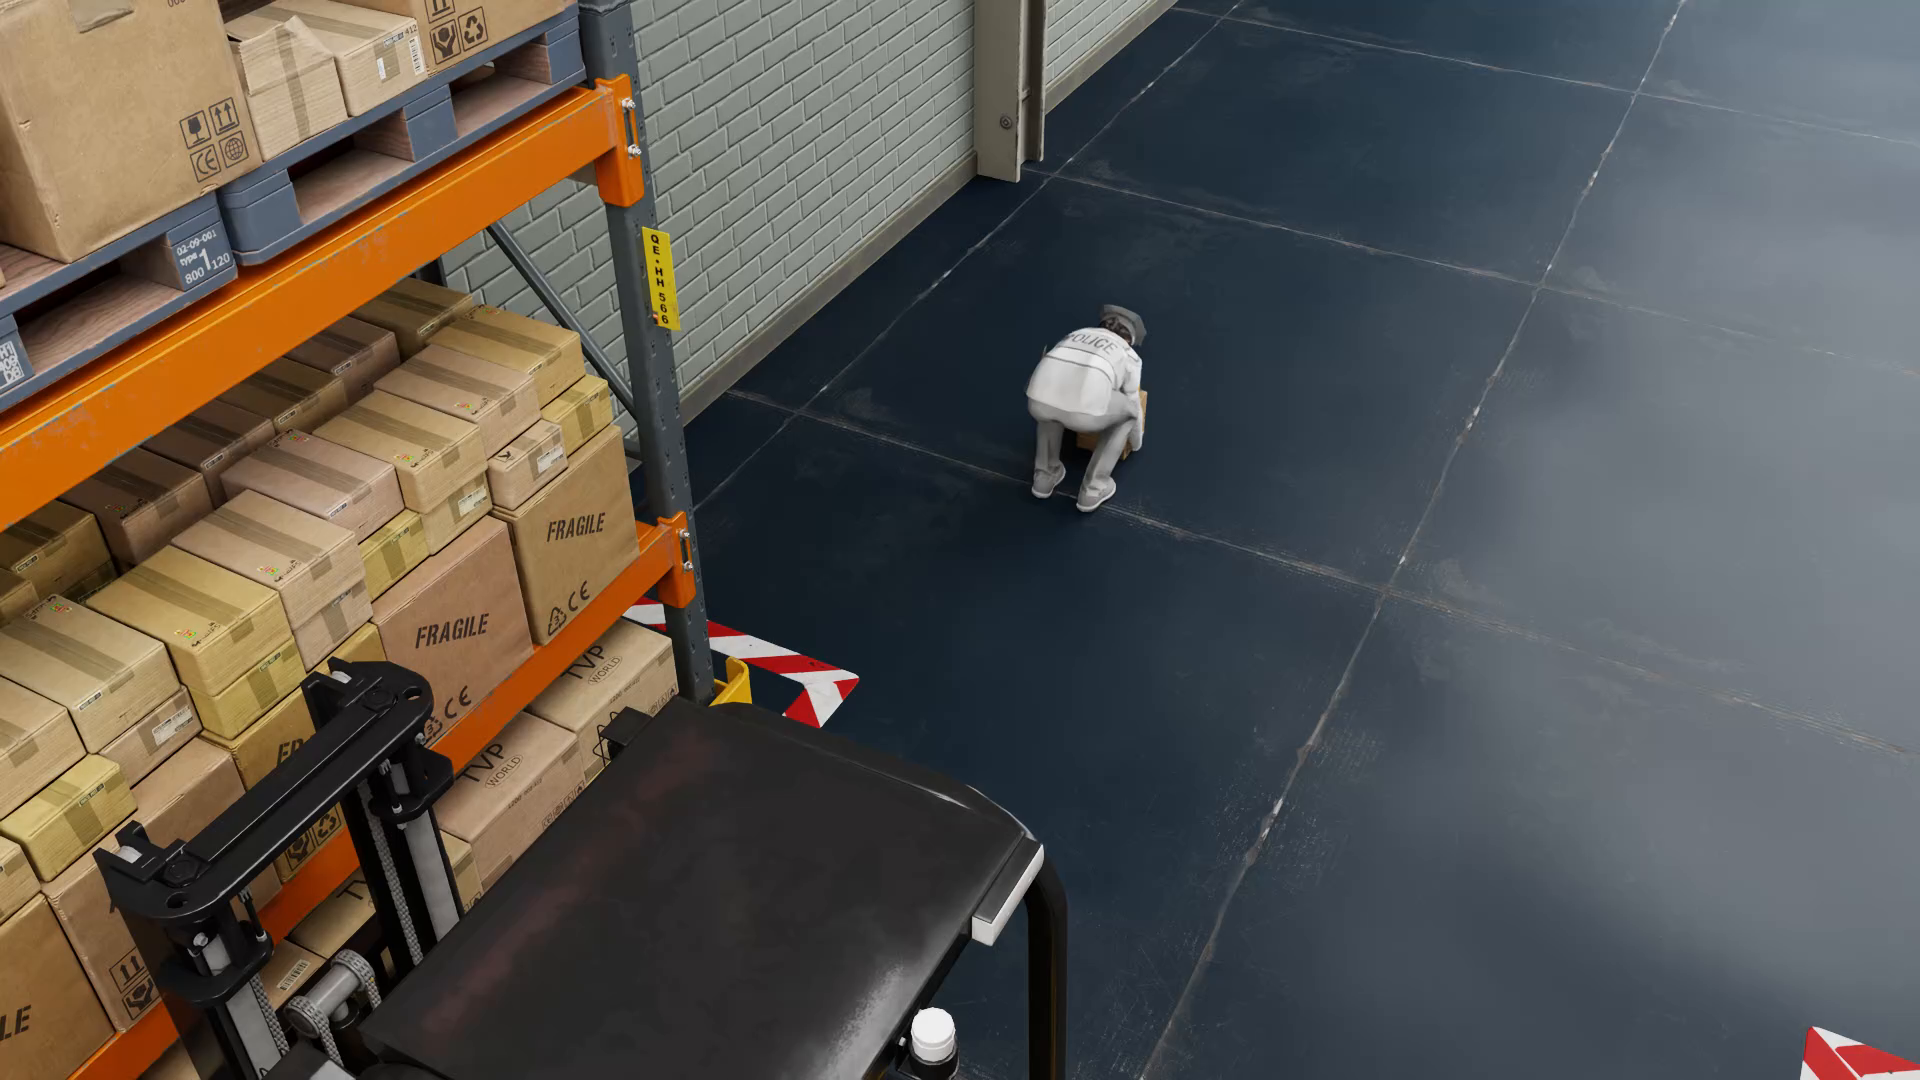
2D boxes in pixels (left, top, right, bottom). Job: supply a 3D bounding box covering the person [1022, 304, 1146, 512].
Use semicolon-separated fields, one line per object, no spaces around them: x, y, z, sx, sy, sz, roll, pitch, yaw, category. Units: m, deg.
0.592;-0.618;7.660;0.467;0.813;0.903;16;41;20;person
